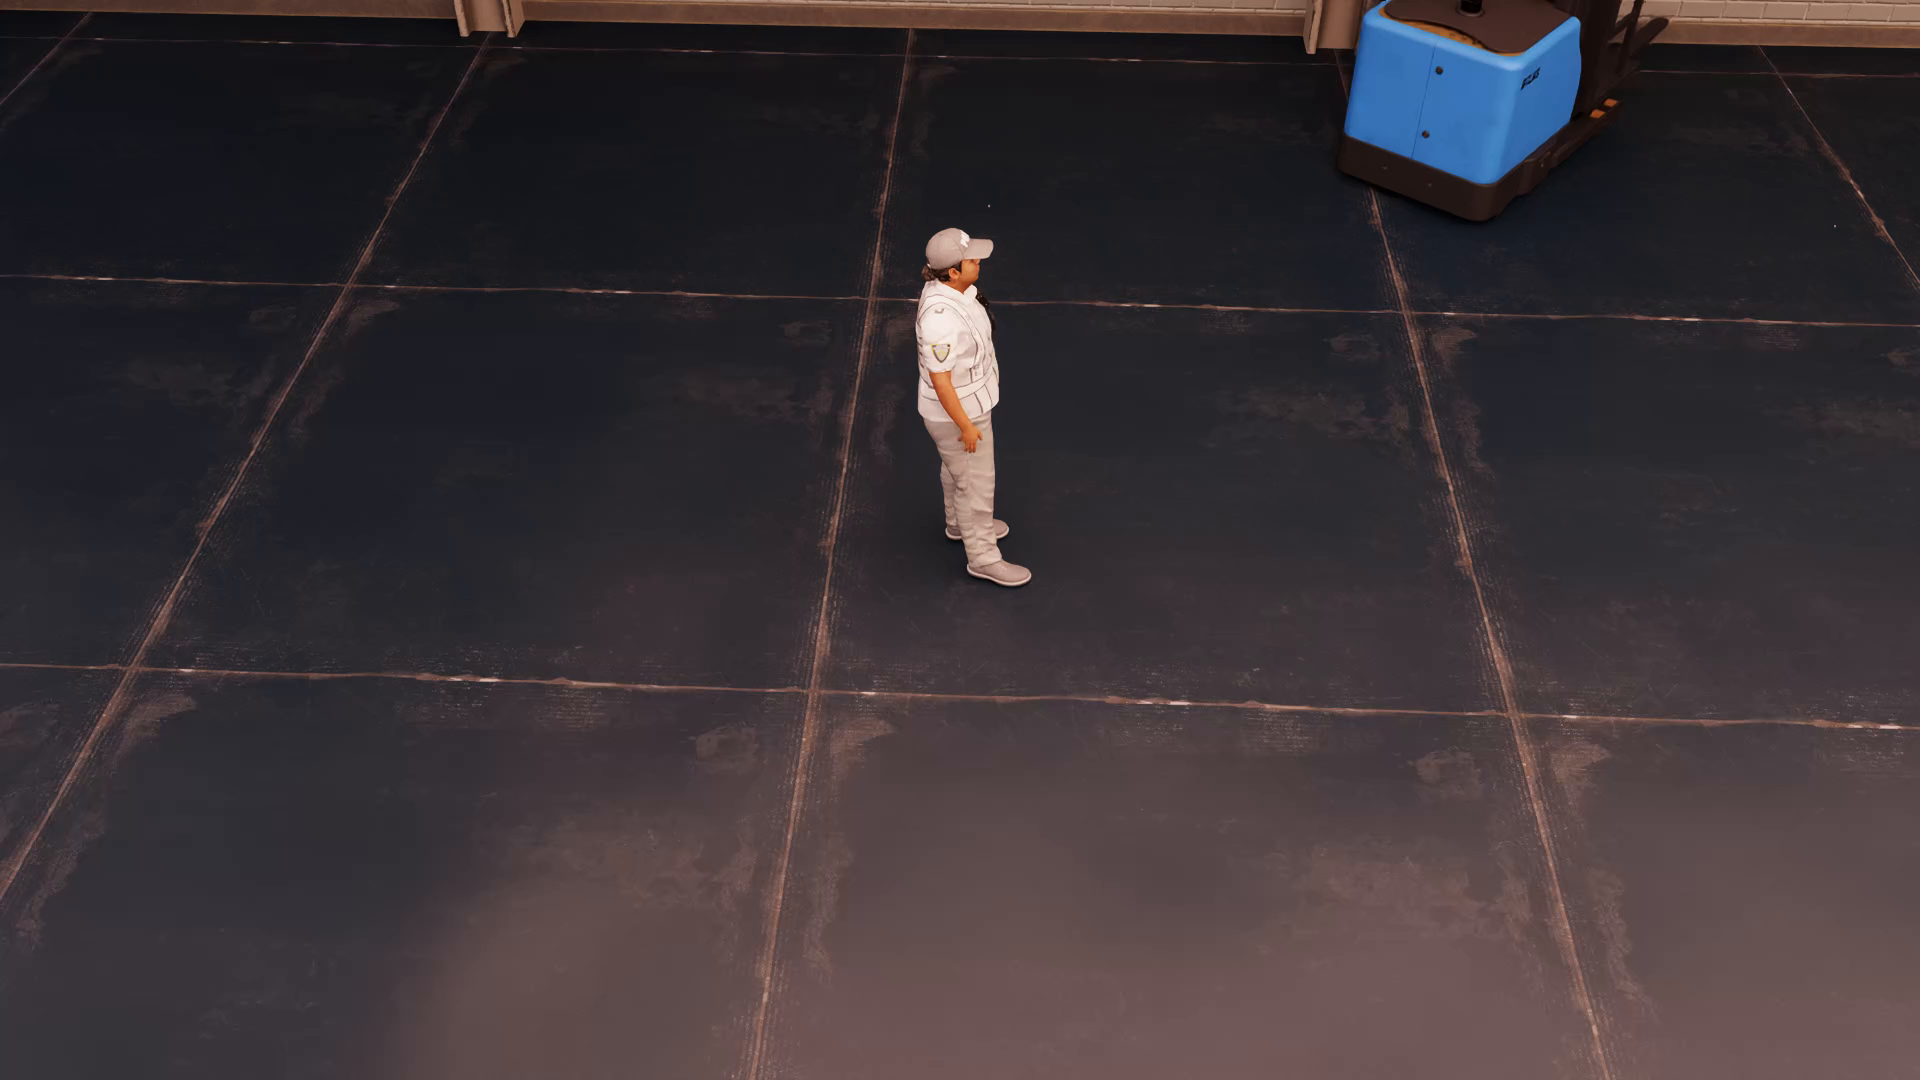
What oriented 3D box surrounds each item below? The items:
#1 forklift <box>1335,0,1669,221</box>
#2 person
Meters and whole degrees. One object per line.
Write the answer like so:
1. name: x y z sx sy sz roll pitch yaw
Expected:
1. forklift: 3.680 -3.899 10.013 1.130 2.935 3.031 30 50 29
2. person: 0.075 -0.604 7.329 0.529 1.670 0.598 2 42 2
